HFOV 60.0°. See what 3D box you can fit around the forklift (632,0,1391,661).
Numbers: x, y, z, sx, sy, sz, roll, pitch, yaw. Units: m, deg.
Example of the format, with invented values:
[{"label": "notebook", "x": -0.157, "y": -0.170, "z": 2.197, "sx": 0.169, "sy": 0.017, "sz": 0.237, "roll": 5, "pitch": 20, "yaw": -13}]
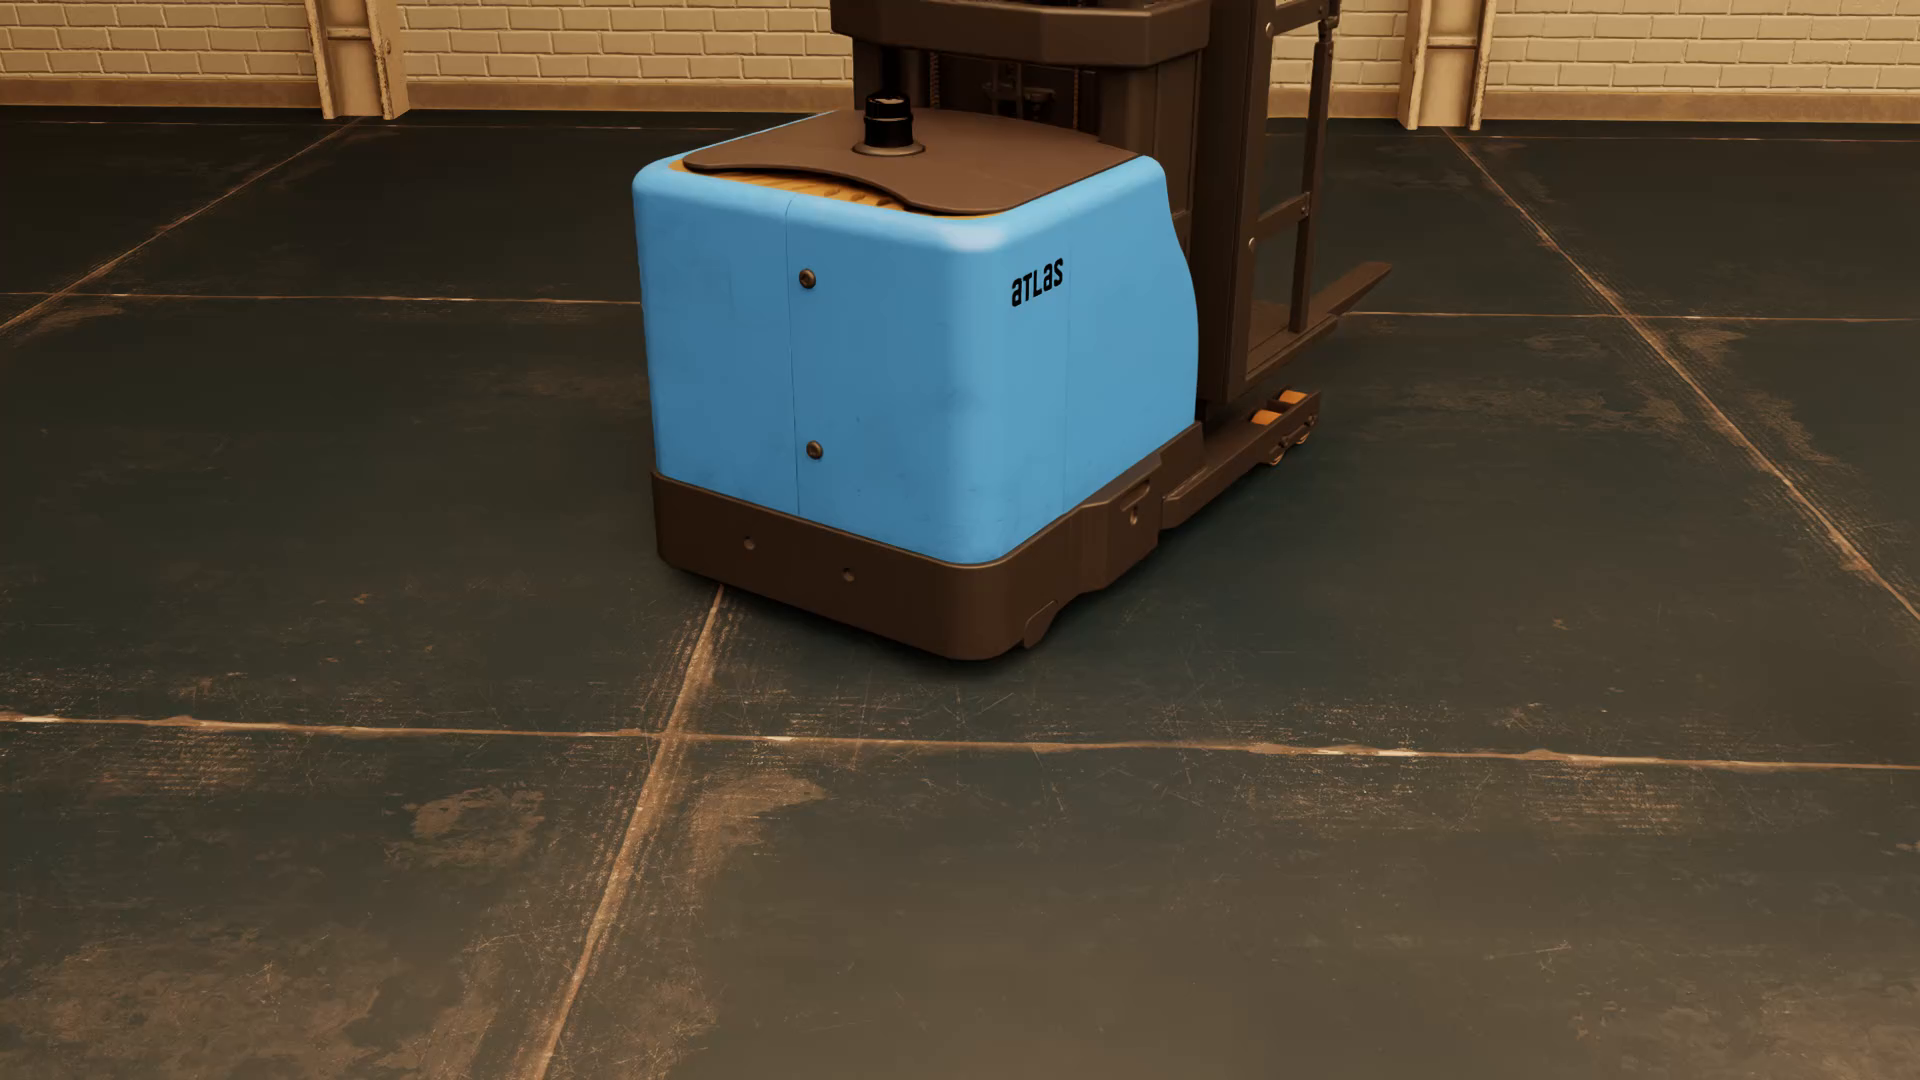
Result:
[{"label": "forklift", "x": 0.453, "y": -1.641, "z": 4.536, "sx": 1.130, "sy": 2.935, "sz": 3.031, "roll": 16, "pitch": 31, "yaw": 30}]
